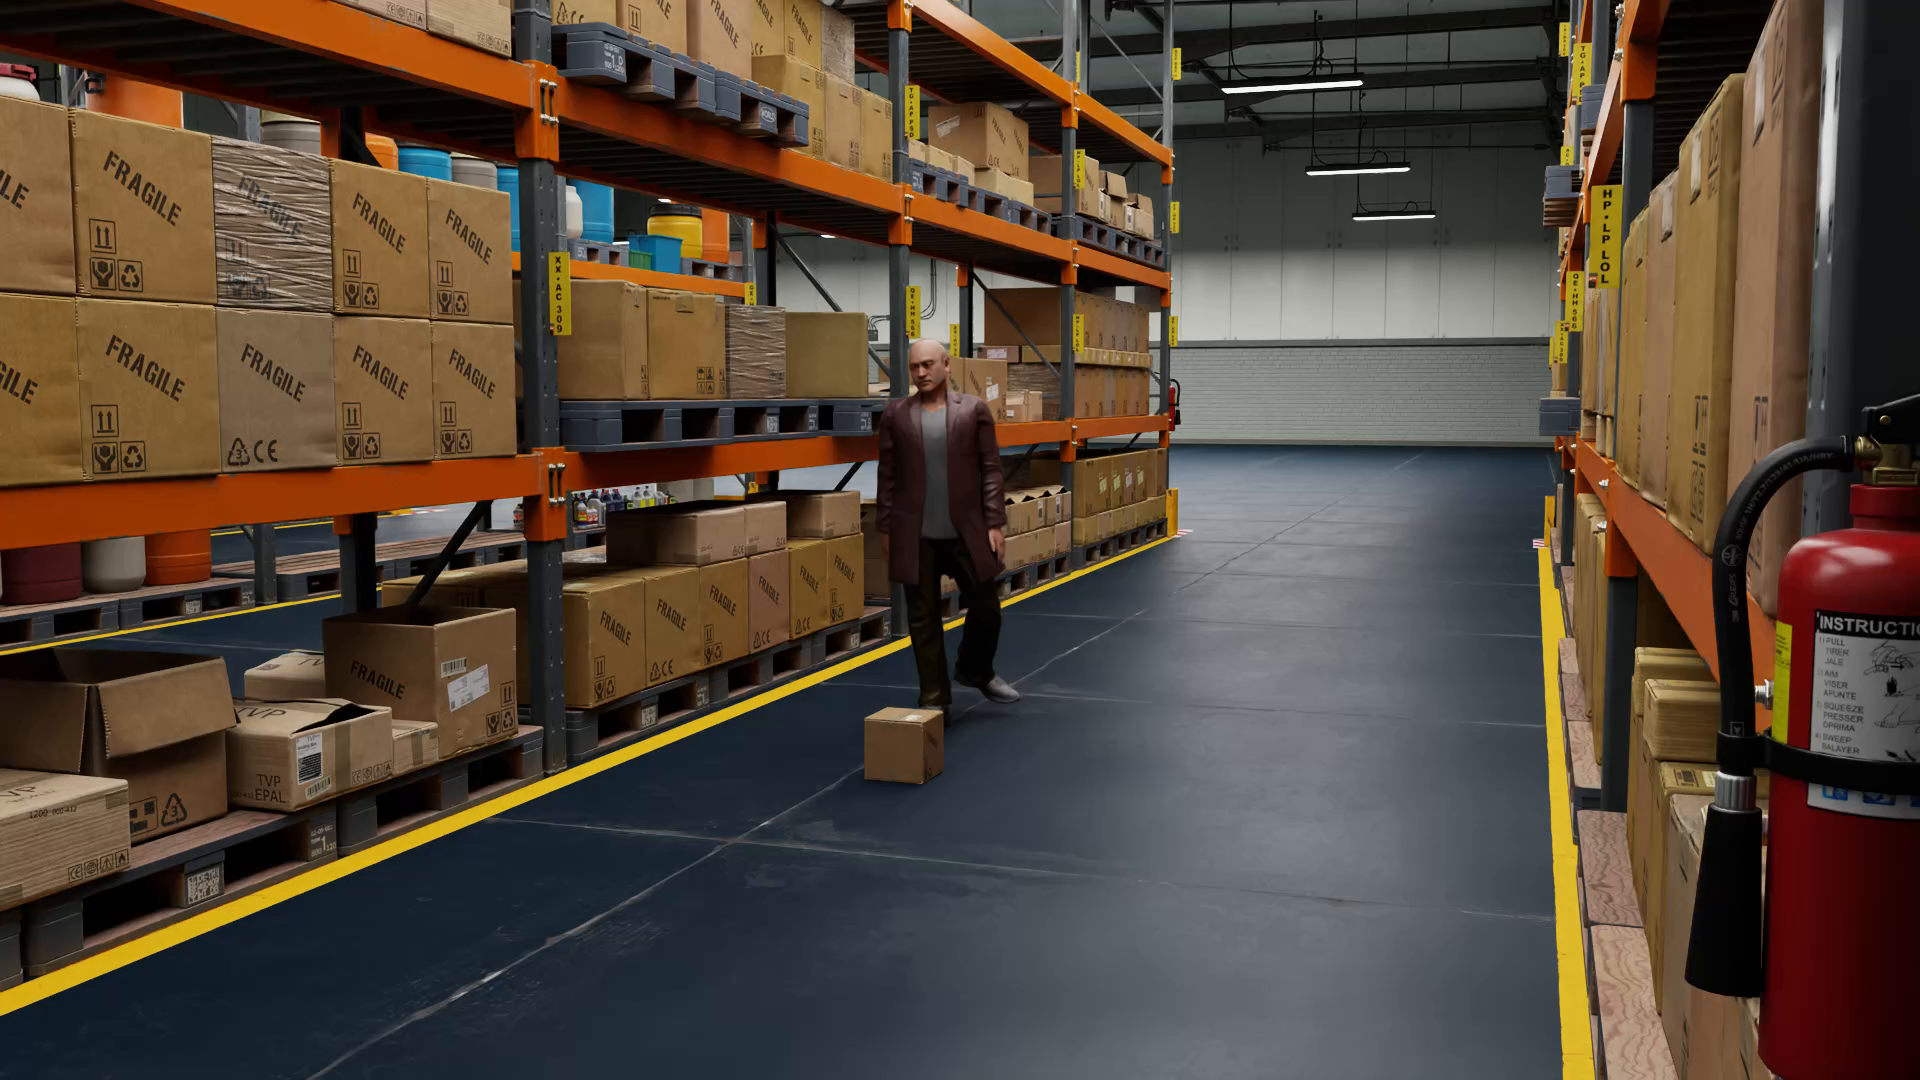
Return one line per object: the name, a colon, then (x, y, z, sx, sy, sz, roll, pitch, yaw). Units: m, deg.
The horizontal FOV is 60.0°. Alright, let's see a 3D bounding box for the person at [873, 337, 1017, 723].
person: (-0.068, -0.037, 7.660, 0.664, 1.773, 0.649, 0, 5, 3)
